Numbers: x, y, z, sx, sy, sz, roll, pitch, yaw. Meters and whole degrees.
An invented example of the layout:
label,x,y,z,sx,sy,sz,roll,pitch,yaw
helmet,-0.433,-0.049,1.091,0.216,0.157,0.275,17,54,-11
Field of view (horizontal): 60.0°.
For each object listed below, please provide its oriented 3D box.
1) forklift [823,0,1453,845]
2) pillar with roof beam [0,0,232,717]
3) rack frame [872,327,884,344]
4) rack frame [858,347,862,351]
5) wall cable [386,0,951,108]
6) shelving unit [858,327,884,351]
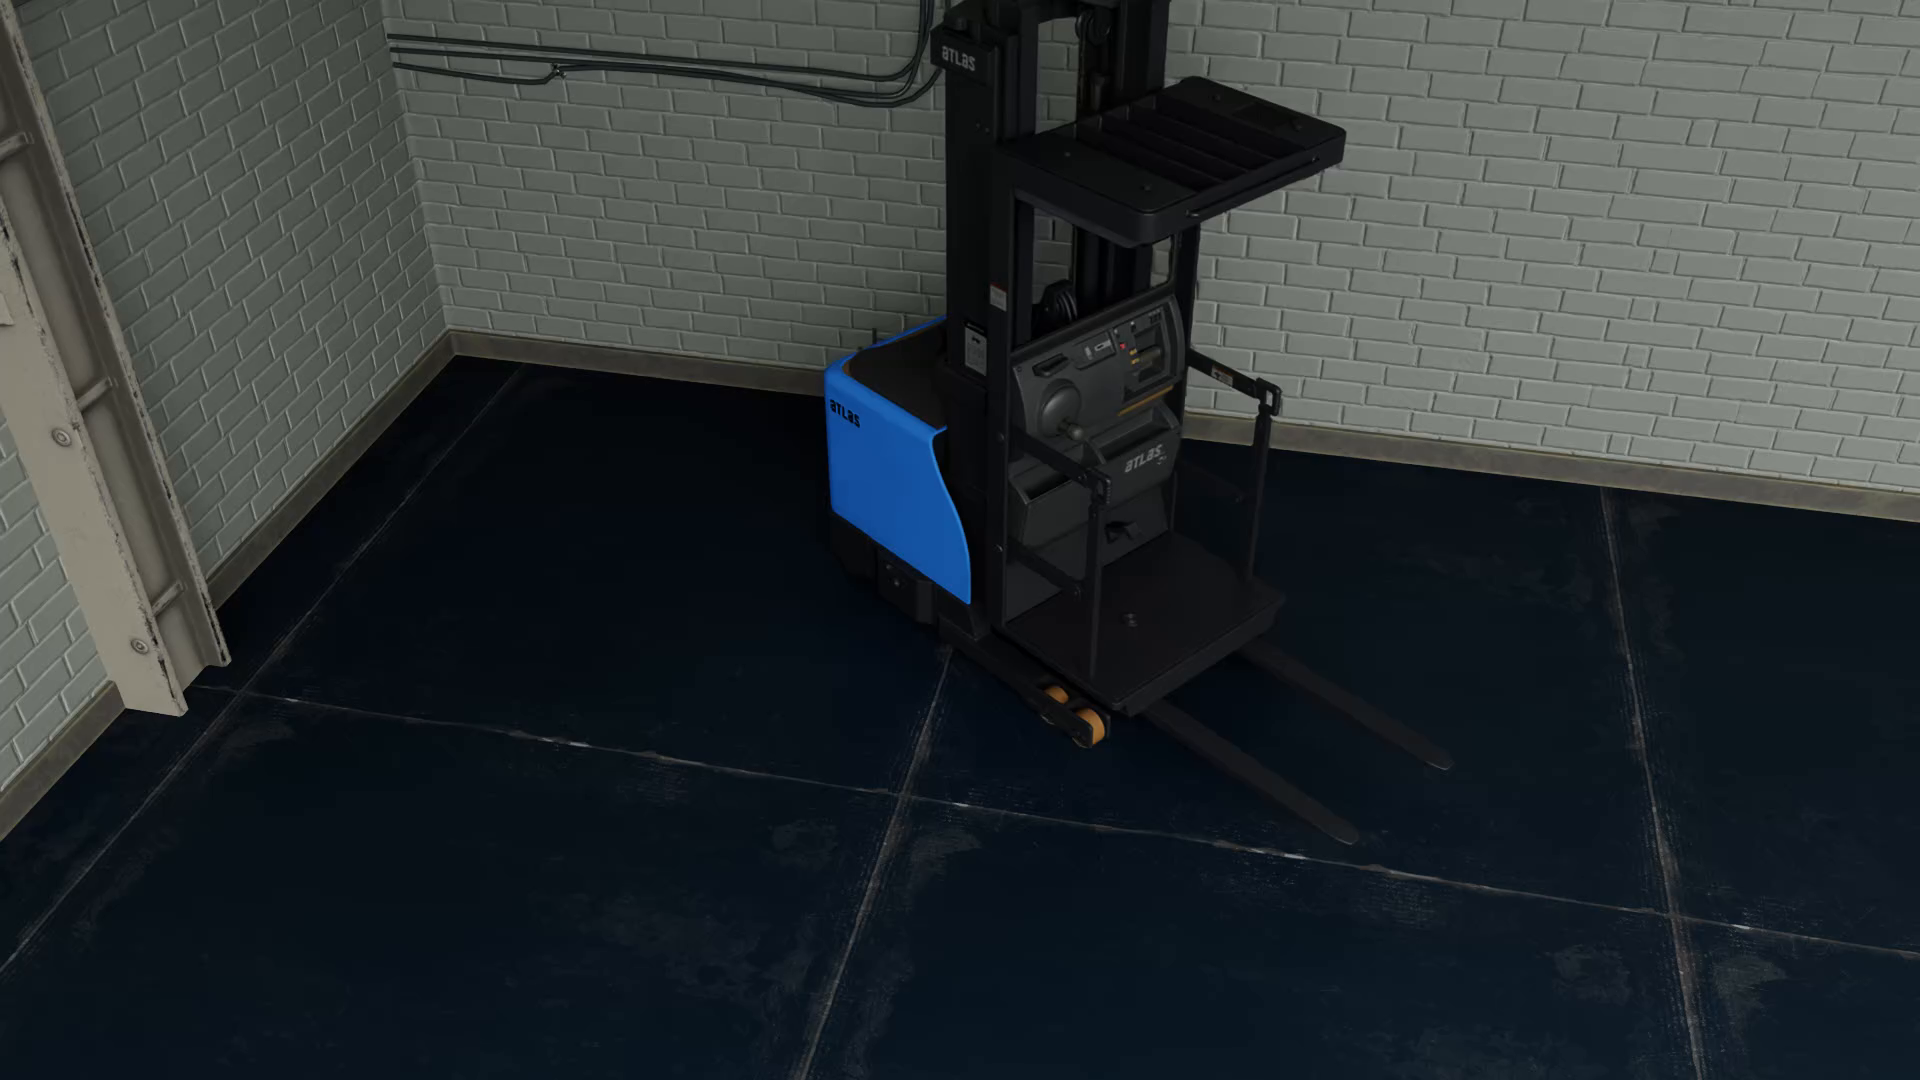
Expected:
label,x,y,z,sx,sy,sz,roll,pitch,yaw
forklift,0.719,-0.649,6.647,1.130,2.935,3.031,-28,44,-33
pillar with roof beam,0.729,-2.473,3.994,9.100,9.000,0.400,7,37,10
rack frame,-0.315,-0.657,8.389,0.240,0.900,0.006,10,37,14
rack frame,-0.375,-0.543,8.232,0.240,0.900,0.006,10,37,14
wall cable,-1.556,-3.278,7.751,3.097,2.526,0.112,7,37,10
shelving unit,-0.345,-0.600,8.311,0.258,0.900,0.210,10,37,14
